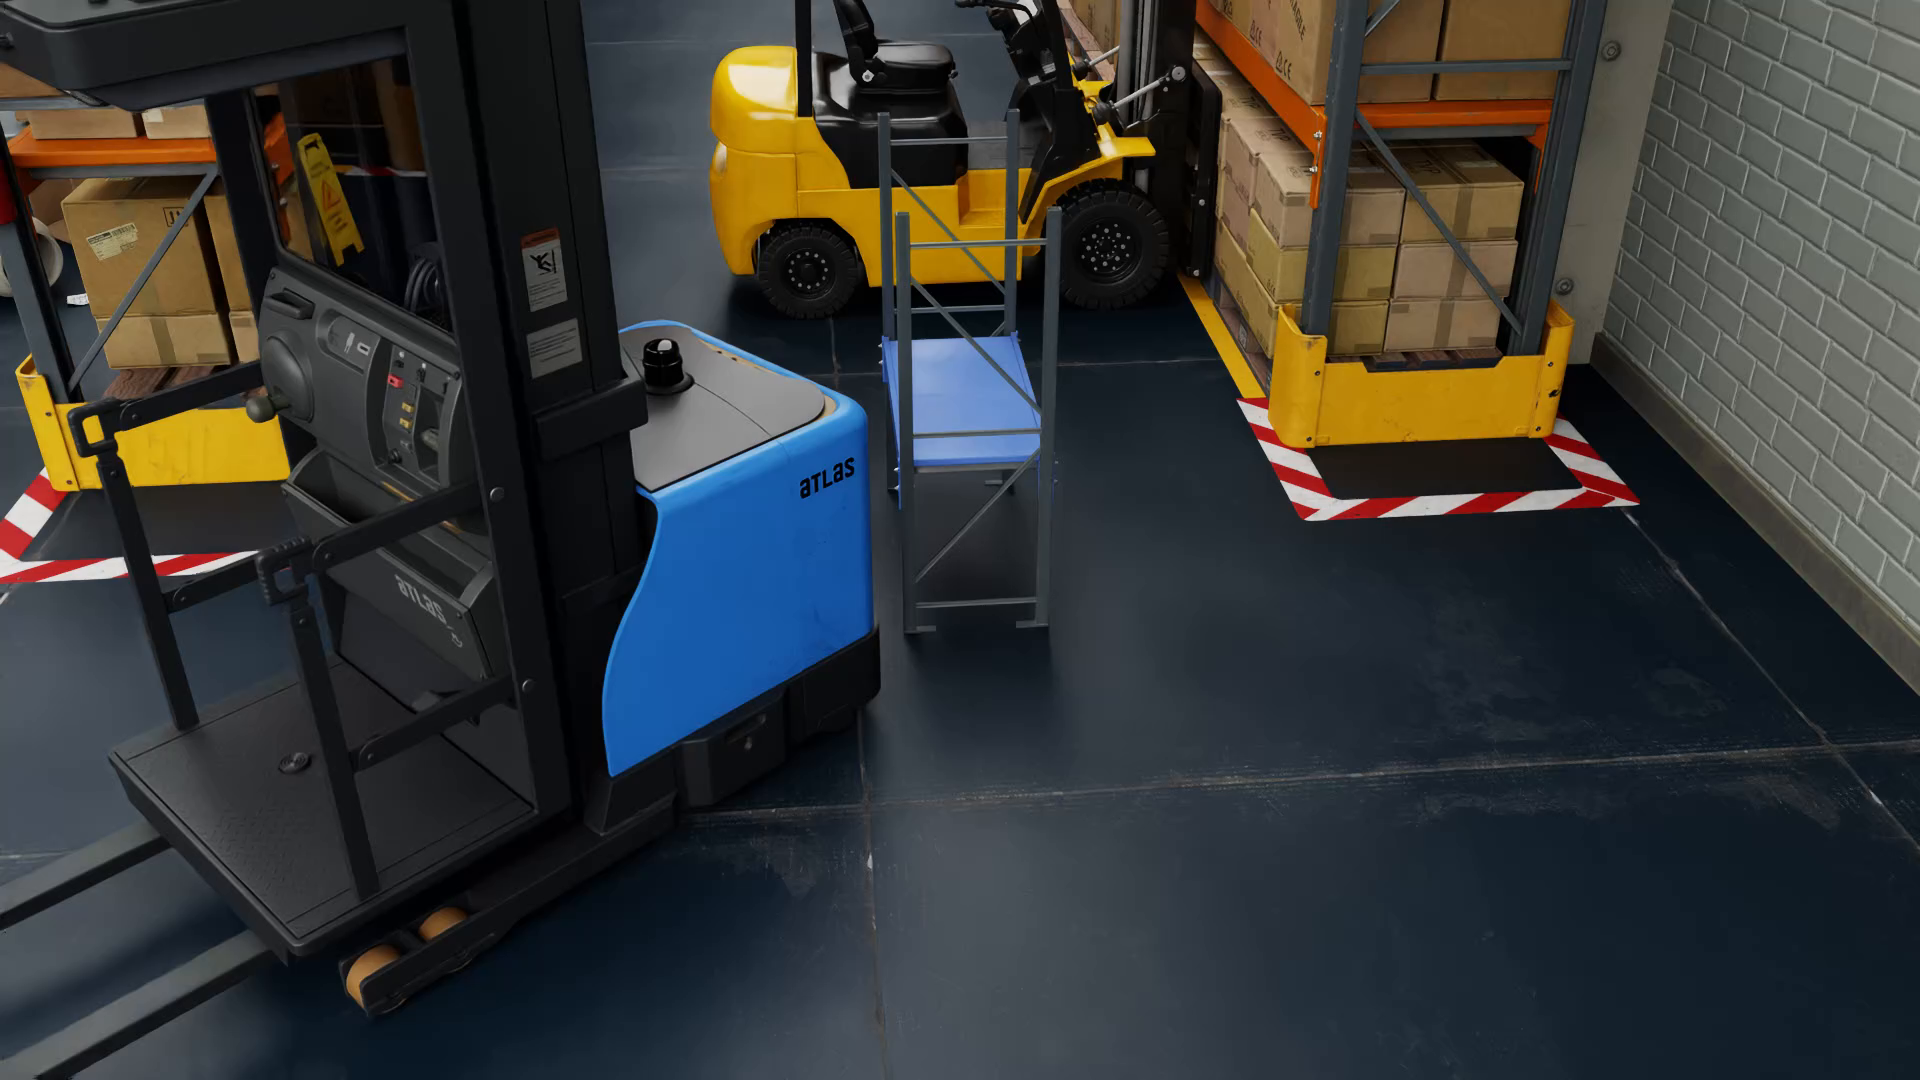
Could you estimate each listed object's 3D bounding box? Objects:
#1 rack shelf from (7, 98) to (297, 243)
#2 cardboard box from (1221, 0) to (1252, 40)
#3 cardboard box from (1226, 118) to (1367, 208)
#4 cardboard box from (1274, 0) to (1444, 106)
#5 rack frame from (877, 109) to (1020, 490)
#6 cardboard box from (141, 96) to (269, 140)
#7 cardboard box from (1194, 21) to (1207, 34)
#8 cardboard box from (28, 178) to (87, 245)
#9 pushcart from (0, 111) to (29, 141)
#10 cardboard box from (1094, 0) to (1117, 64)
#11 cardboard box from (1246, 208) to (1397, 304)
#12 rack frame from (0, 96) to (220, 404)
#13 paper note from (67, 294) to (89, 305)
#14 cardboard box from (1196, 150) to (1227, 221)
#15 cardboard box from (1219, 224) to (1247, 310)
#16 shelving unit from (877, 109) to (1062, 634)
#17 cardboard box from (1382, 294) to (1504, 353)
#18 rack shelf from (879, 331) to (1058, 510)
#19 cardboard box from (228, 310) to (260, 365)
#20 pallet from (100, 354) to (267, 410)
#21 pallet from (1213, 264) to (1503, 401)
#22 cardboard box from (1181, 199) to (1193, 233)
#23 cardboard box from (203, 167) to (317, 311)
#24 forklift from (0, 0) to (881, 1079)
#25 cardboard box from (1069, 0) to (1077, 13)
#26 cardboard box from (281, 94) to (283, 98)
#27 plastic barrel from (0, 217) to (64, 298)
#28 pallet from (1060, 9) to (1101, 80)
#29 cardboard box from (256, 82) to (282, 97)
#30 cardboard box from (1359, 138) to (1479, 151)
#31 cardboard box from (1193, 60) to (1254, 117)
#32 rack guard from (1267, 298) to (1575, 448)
[{"bbox_3d":[-3.220,-2.266,7.820,1.077,0.370,4.000,-3,31,-5],"label":"rack shelf"},{"bbox_3d":[1.514,-2.602,7.584,0.500,0.500,0.500,-3,31,-6],"label":"cardboard box"},{"bbox_3d":[1.501,-1.703,7.473,0.500,0.250,0.500,-2,31,-4],"label":"cardboard box"},{"bbox_3d":[1.601,-2.075,6.702,0.500,0.500,0.500,-3,31,-6],"label":"cardboard box"},{"bbox_3d":[-0.040,-0.860,6.227,0.500,1.500,0.032,-3,31,-5],"label":"rack frame"},{"bbox_3d":[-2.859,-1.629,6.298,0.380,0.149,0.250,-3,31,-4],"label":"cardboard box"},{"bbox_3d":[1.305,-2.741,9.211,0.500,0.250,0.500,-3,31,-5],"label":"cardboard box"},{"bbox_3d":[-4.661,-1.912,8.961,0.500,0.500,0.500,20,36,29],"label":"cardboard box"},{"bbox_3d":[-5.672,-2.336,9.792,1.648,0.377,0.936,-14,33,-22],"label":"pushcart"},{"bbox_3d":[1.410,-3.659,11.357,0.875,0.625,0.625,-3,31,-5],"label":"cardboard box"},{"bbox_3d":[1.552,-1.242,7.188,0.500,0.250,0.500,-3,31,-5],"label":"cardboard box"},{"bbox_3d":[-3.033,-1.554,5.926,1.000,3.000,0.127,-3,31,-5],"label":"rack frame"},{"bbox_3d":[-4.341,-1.200,8.230,0.142,0.019,0.148,-14,33,-22],"label":"paper note"},{"bbox_3d":[1.447,-1.761,8.057,0.500,0.250,0.500,-3,31,-6],"label":"cardboard box"},{"bbox_3d":[1.513,-1.273,7.727,0.500,0.250,0.500,-3,31,-5],"label":"cardboard box"},{"bbox_3d":[0.008,-0.600,5.792,0.538,1.500,1.048,-3,31,-5],"label":"shelving unit"},{"bbox_3d":[2.057,-1.054,7.361,0.500,0.250,0.500,-3,31,-4],"label":"cardboard box"},{"bbox_3d":[0.008,-0.446,5.885,0.538,0.185,1.000,-3,31,-5],"label":"rack shelf"},{"bbox_3d":[-2.833,-0.979,7.236,0.500,0.250,0.500,-3,31,-5],"label":"cardboard box"},{"bbox_3d":[-3.081,-0.812,7.404,1.003,0.211,1.213,-3,31,-5],"label":"pallet"},{"bbox_3d":[1.795,-0.985,7.693,1.003,0.211,1.213,-3,31,-5],"label":"pallet"},{"bbox_3d":[1.404,-1.793,8.598,0.500,0.250,0.500,-2,31,-3],"label":"cardboard box"},{"bbox_3d":[-2.836,-1.313,7.064,0.500,0.500,0.500,-4,31,-6],"label":"cardboard box"},{"bbox_3d":[-1.634,-0.353,3.983,1.130,2.935,3.031,26,40,36],"label":"forklift"},{"bbox_3d":[1.275,-4.387,12.575,0.875,0.625,0.625,-2,31,-3],"label":"cardboard box"},{"bbox_3d":[-2.841,-1.897,6.746,0.380,0.149,0.250,-4,31,-6],"label":"cardboard box"},{"bbox_3d":[-4.733,-1.430,8.231,0.512,0.421,0.421,20,36,29],"label":"plastic barrel"},{"bbox_3d":[1.310,-3.637,12.134,1.003,0.211,1.213,-3,31,-5],"label":"pallet"},{"bbox_3d":[-2.801,-1.980,6.252,0.500,0.500,0.500,-3,31,-5],"label":"cardboard box"},{"bbox_3d":[2.002,-1.732,7.522,0.500,0.250,0.500,-3,31,-5],"label":"cardboard box"},{"bbox_3d":[1.405,-2.220,8.338,0.500,0.250,0.500,-3,31,-6],"label":"cardboard box"},{"bbox_3d":[1.911,-0.708,6.948,1.175,0.500,0.348,-3,31,-5],"label":"rack guard"}]
